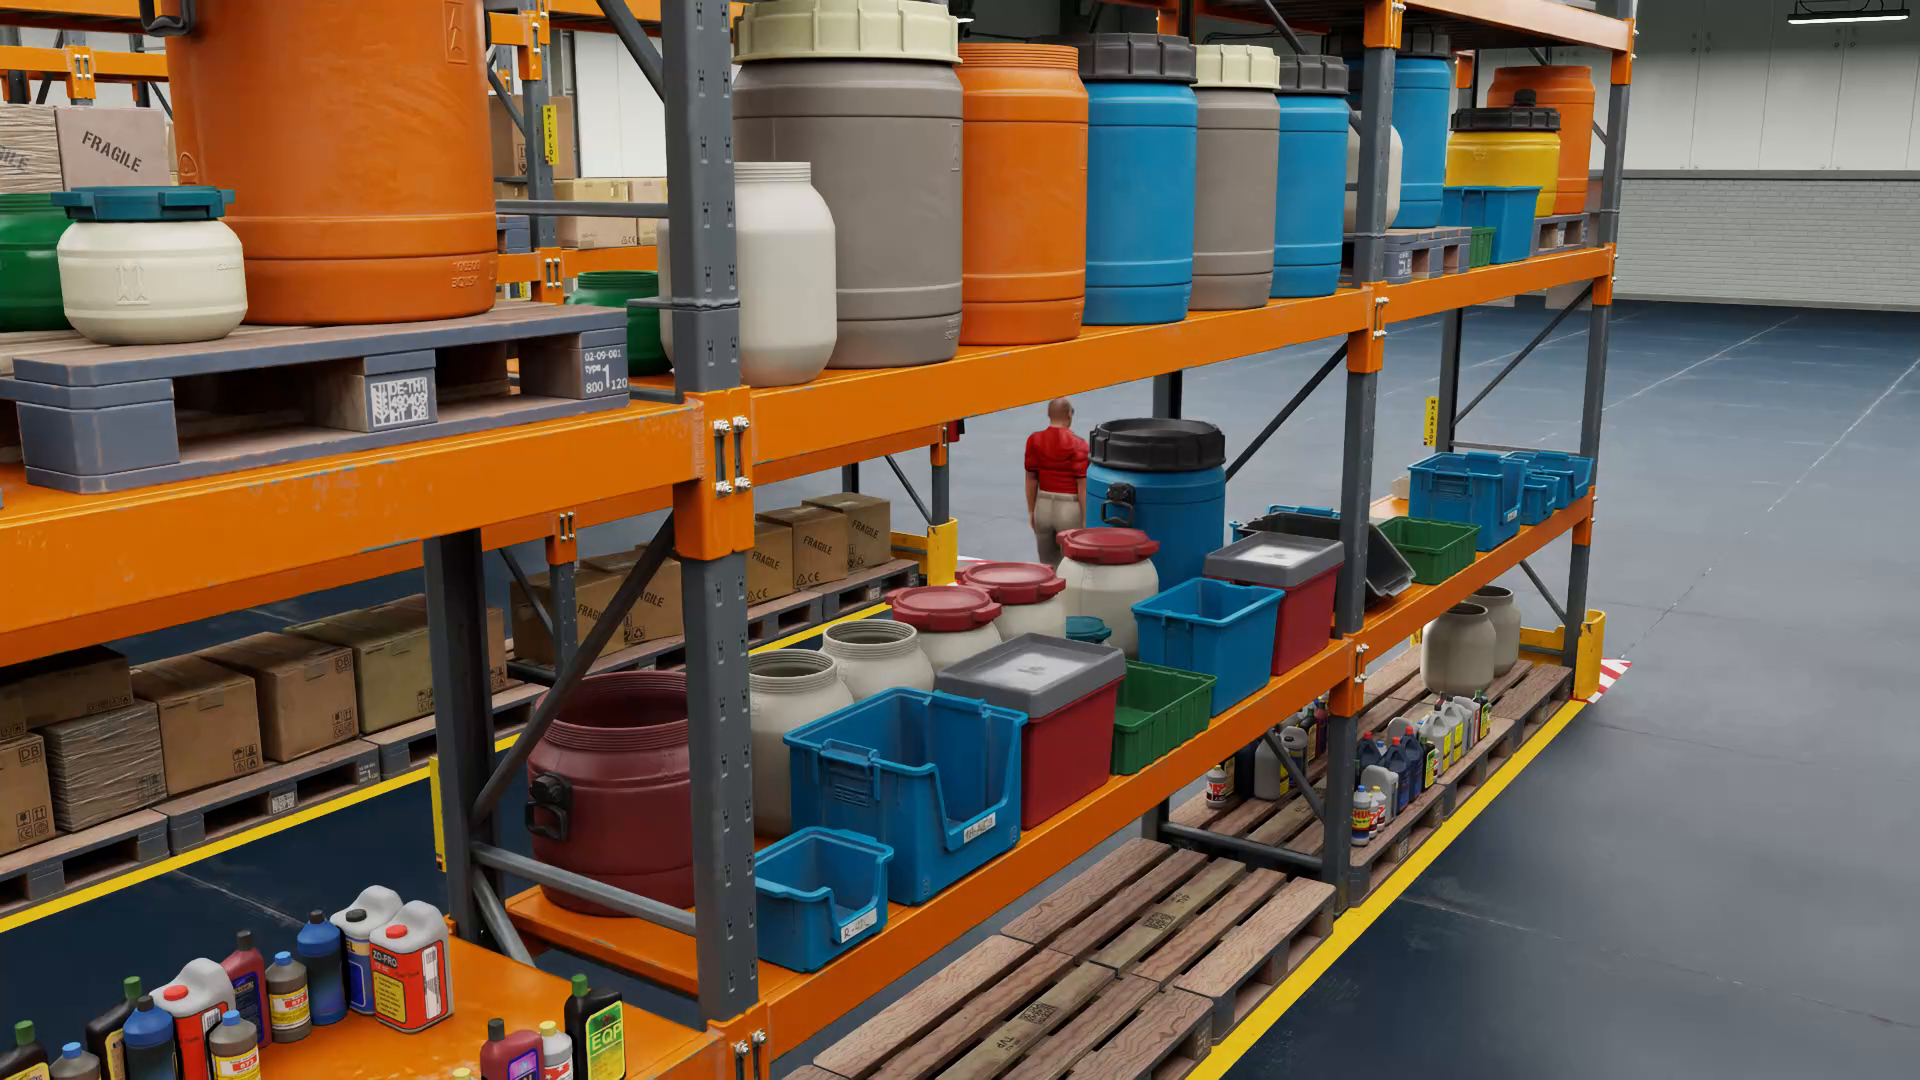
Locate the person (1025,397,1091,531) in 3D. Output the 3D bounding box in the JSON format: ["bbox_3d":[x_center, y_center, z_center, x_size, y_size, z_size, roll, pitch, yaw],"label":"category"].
[{"bbox_3d":[0.719,-0.508,11.696,0.530,1.028,0.337,9,16,34],"label":"person"}]
